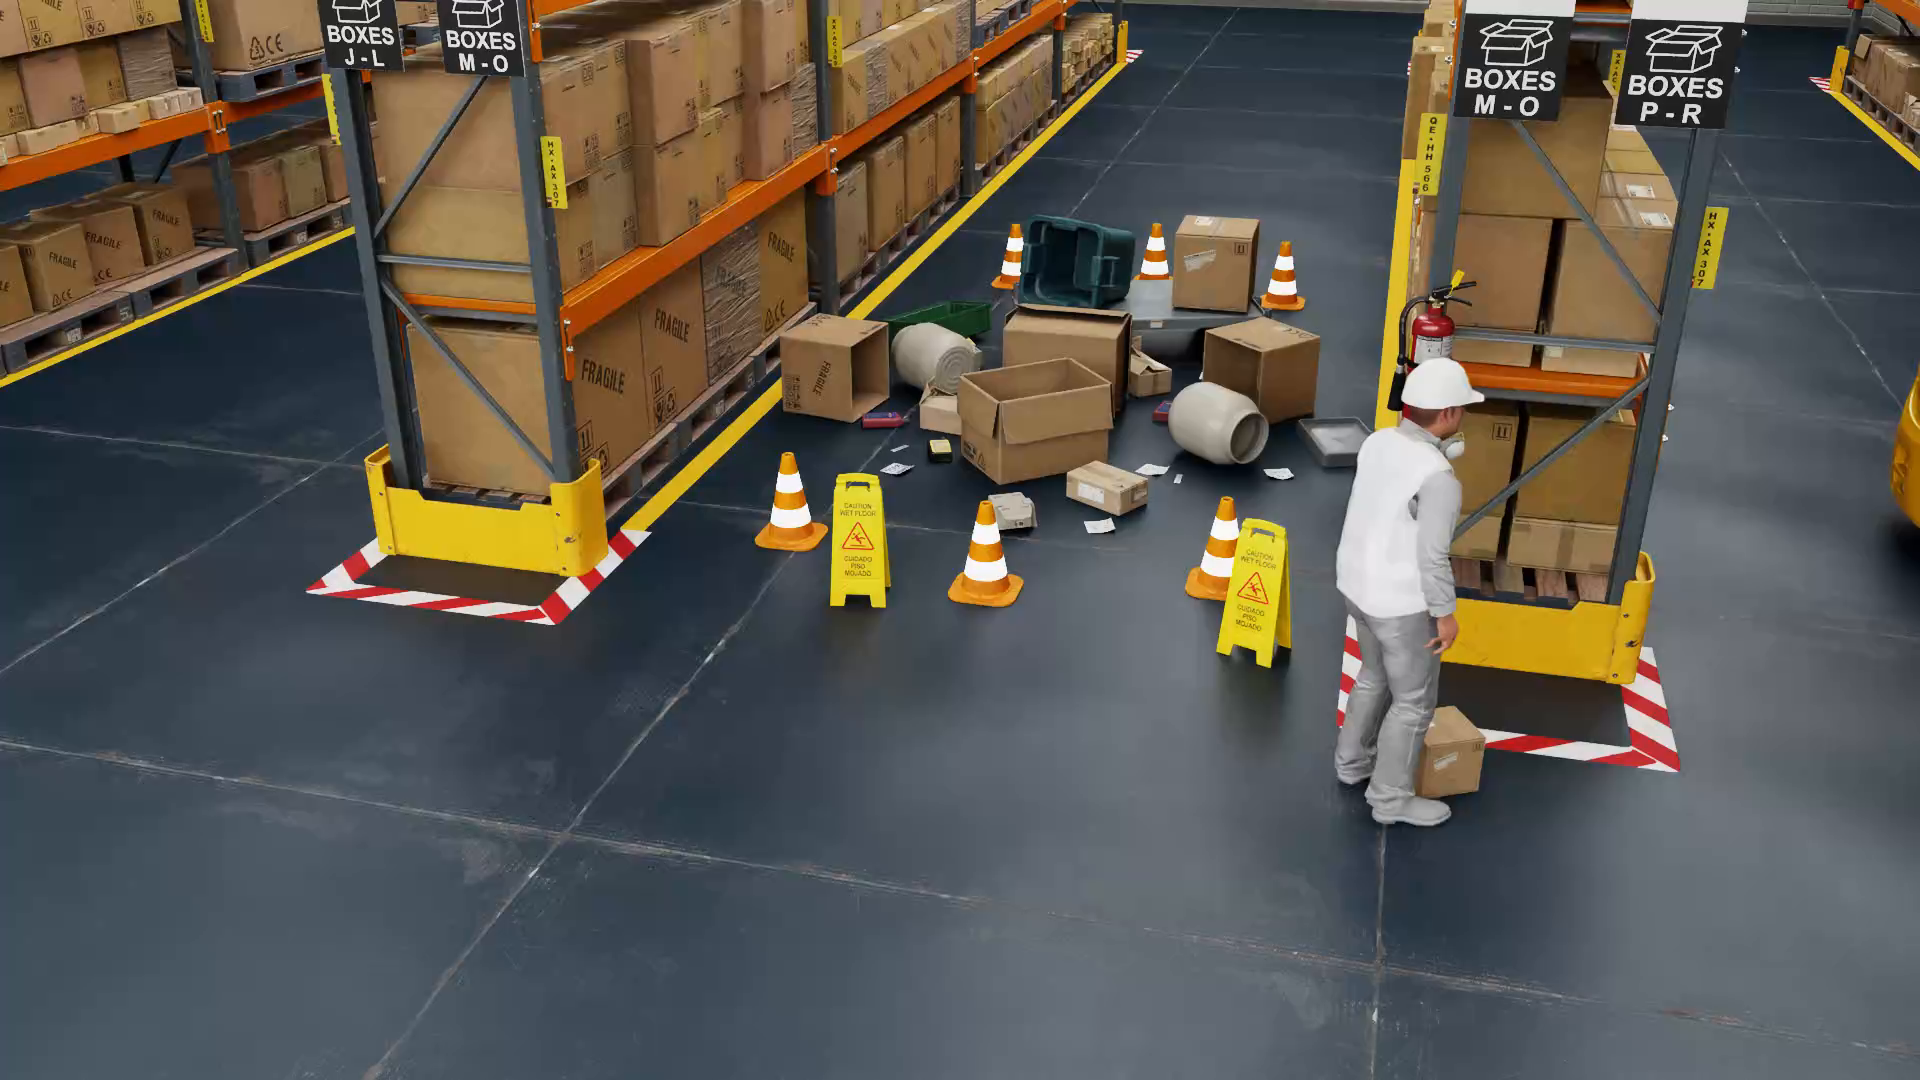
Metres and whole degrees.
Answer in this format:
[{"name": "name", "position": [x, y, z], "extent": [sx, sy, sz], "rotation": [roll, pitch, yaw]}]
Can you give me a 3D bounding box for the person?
[{"name": "person", "position": [1.642, 0.184, 6.187], "extent": [0.458, 1.770, 0.592], "rotation": [-7, 26, -14]}]
